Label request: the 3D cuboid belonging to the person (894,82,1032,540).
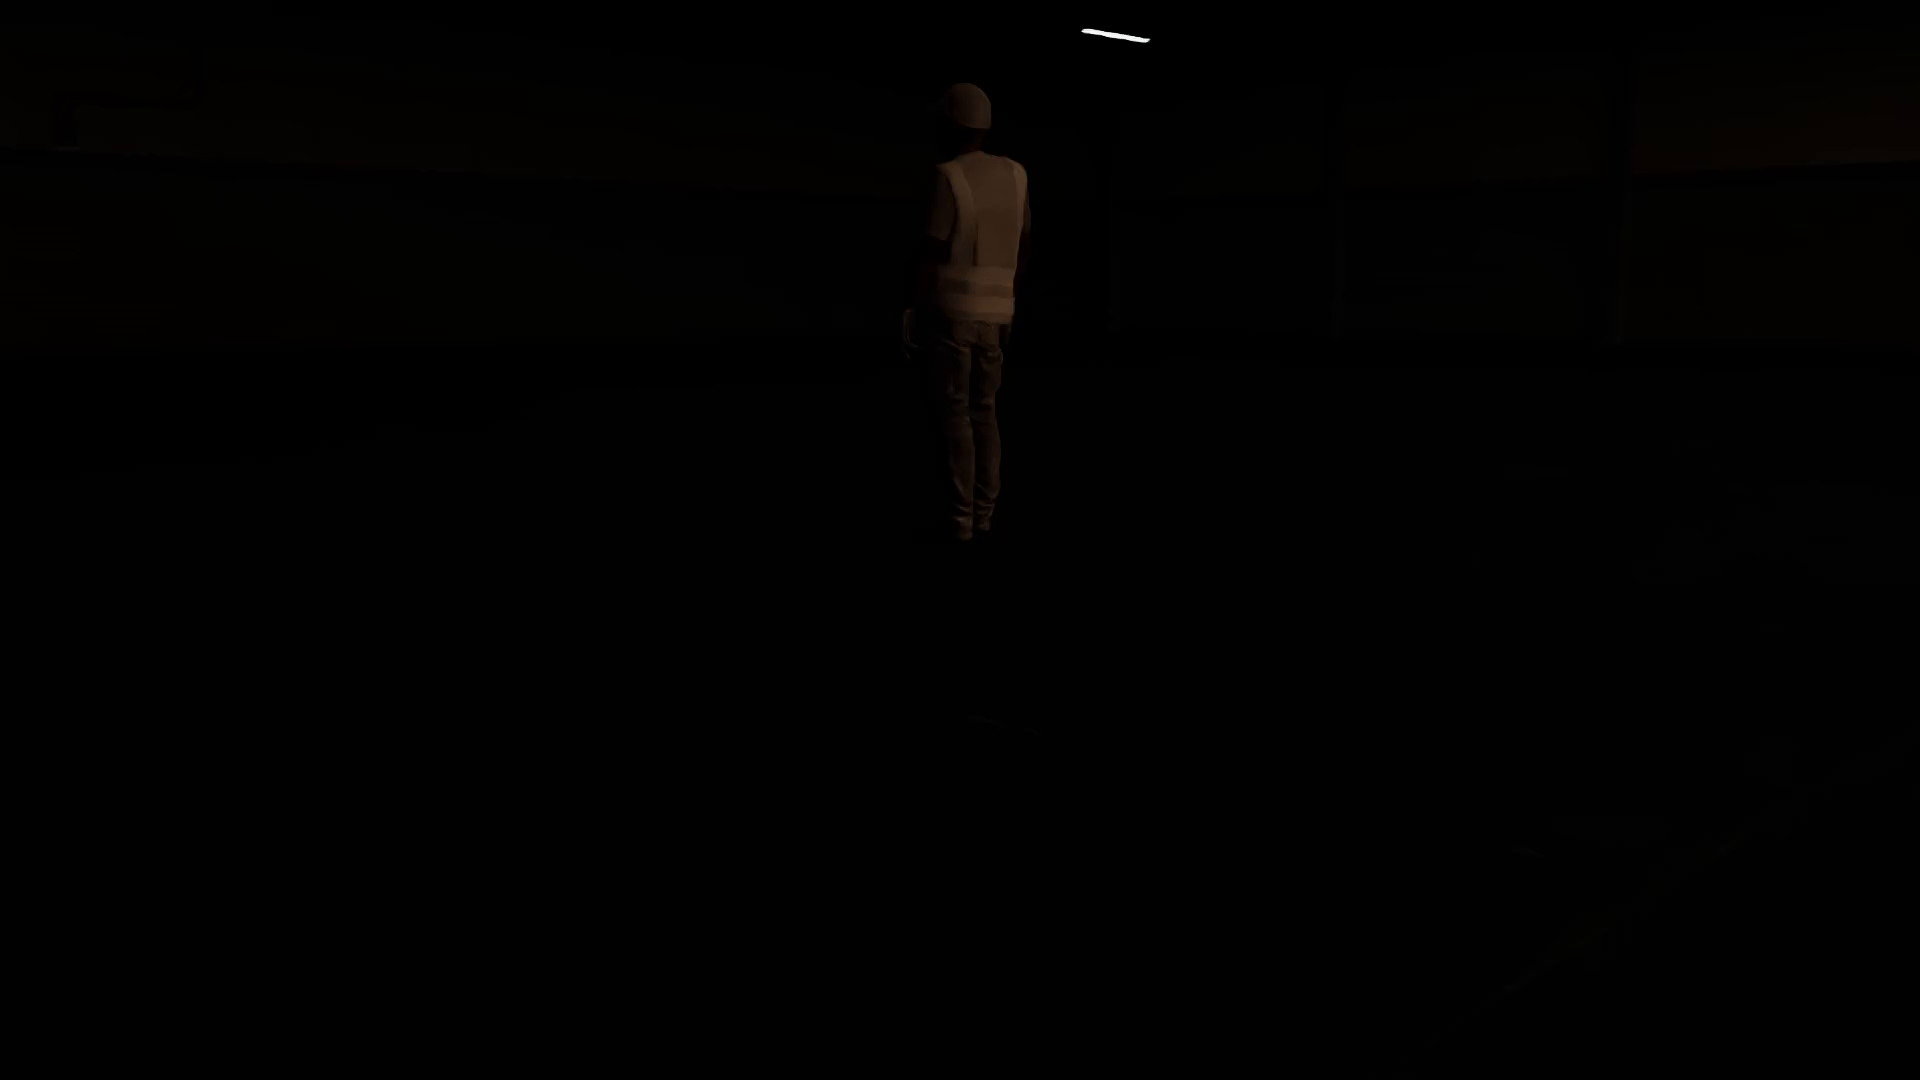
[{"bbox_3d":[-0.046,-0.897,6.639,0.576,1.782,0.655,8,12,43],"label":"person"}]
